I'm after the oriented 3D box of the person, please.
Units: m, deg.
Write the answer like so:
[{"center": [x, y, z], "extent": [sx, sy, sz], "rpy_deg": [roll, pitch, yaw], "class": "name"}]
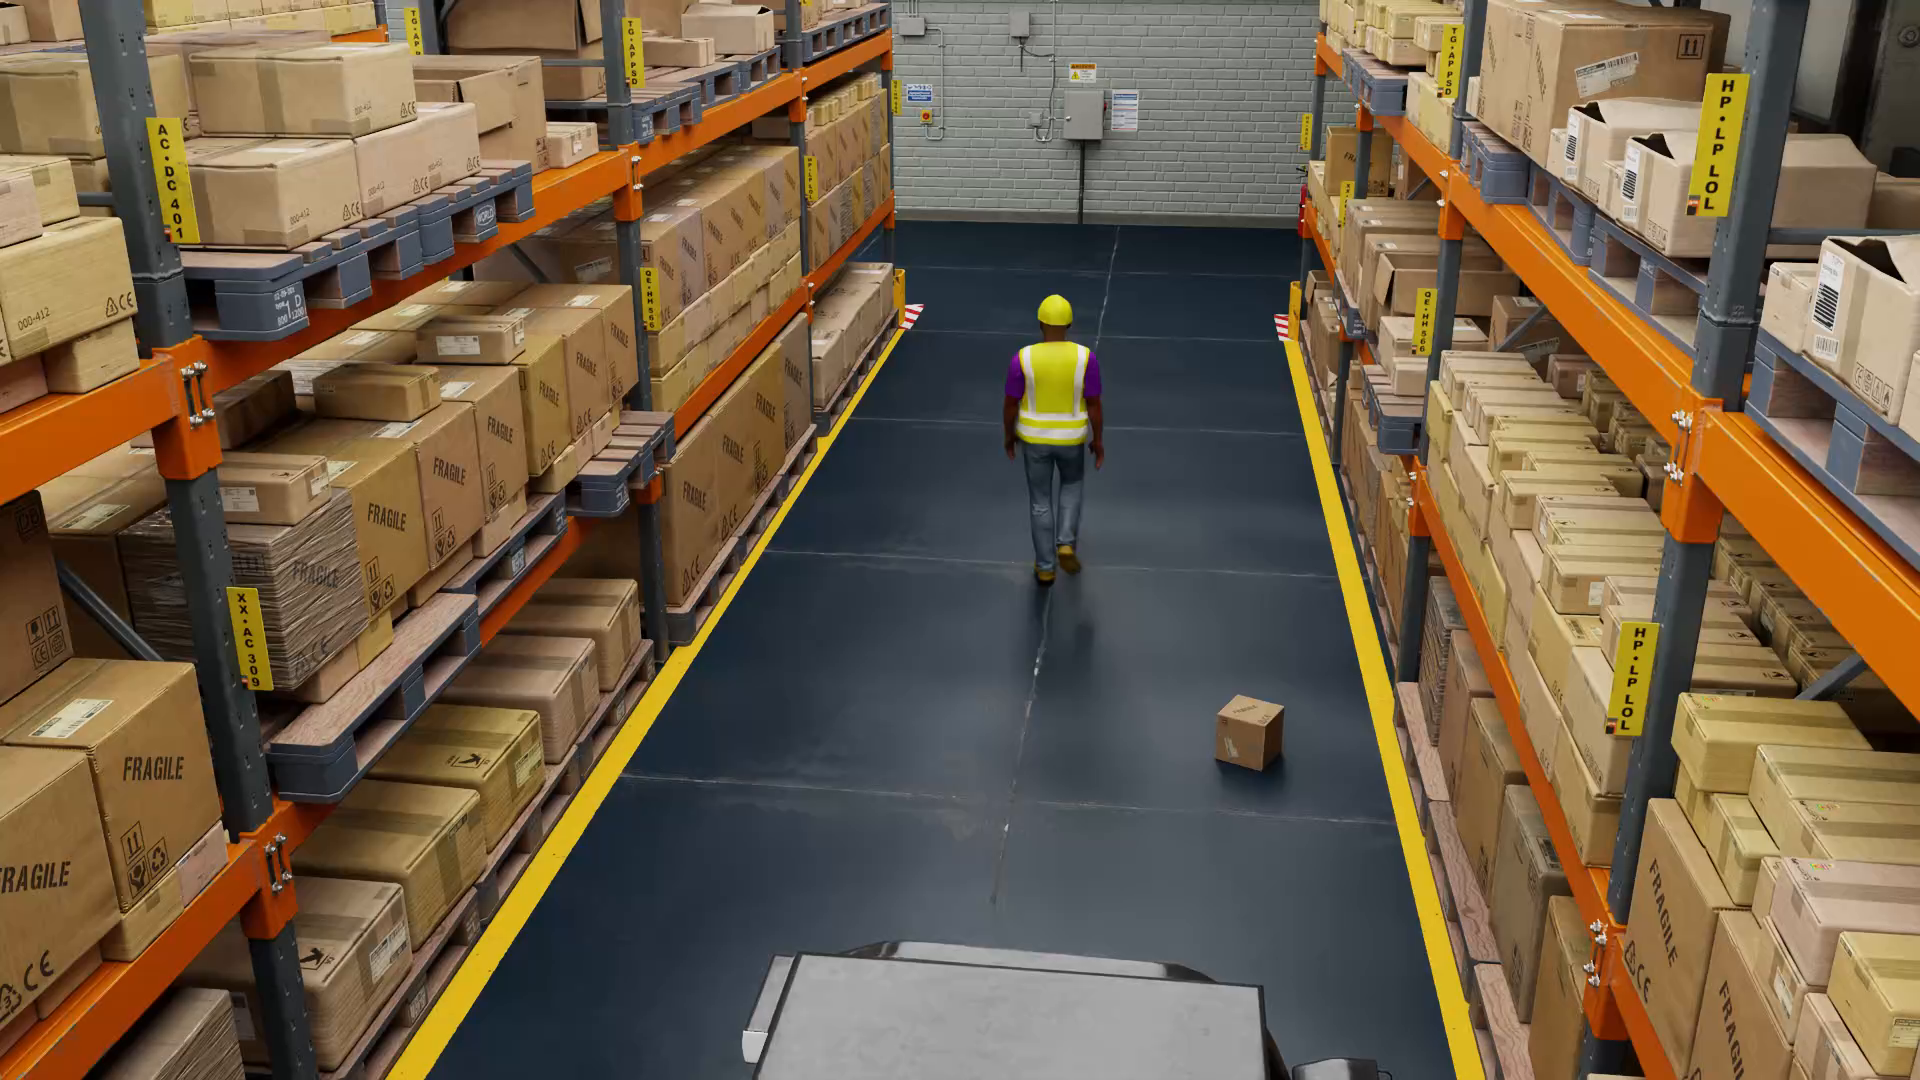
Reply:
[{"center": [0.562, -0.618, 10.129], "extent": [0.608, 1.801, 0.477], "rpy_deg": [-1, 21, -3], "class": "person"}]
